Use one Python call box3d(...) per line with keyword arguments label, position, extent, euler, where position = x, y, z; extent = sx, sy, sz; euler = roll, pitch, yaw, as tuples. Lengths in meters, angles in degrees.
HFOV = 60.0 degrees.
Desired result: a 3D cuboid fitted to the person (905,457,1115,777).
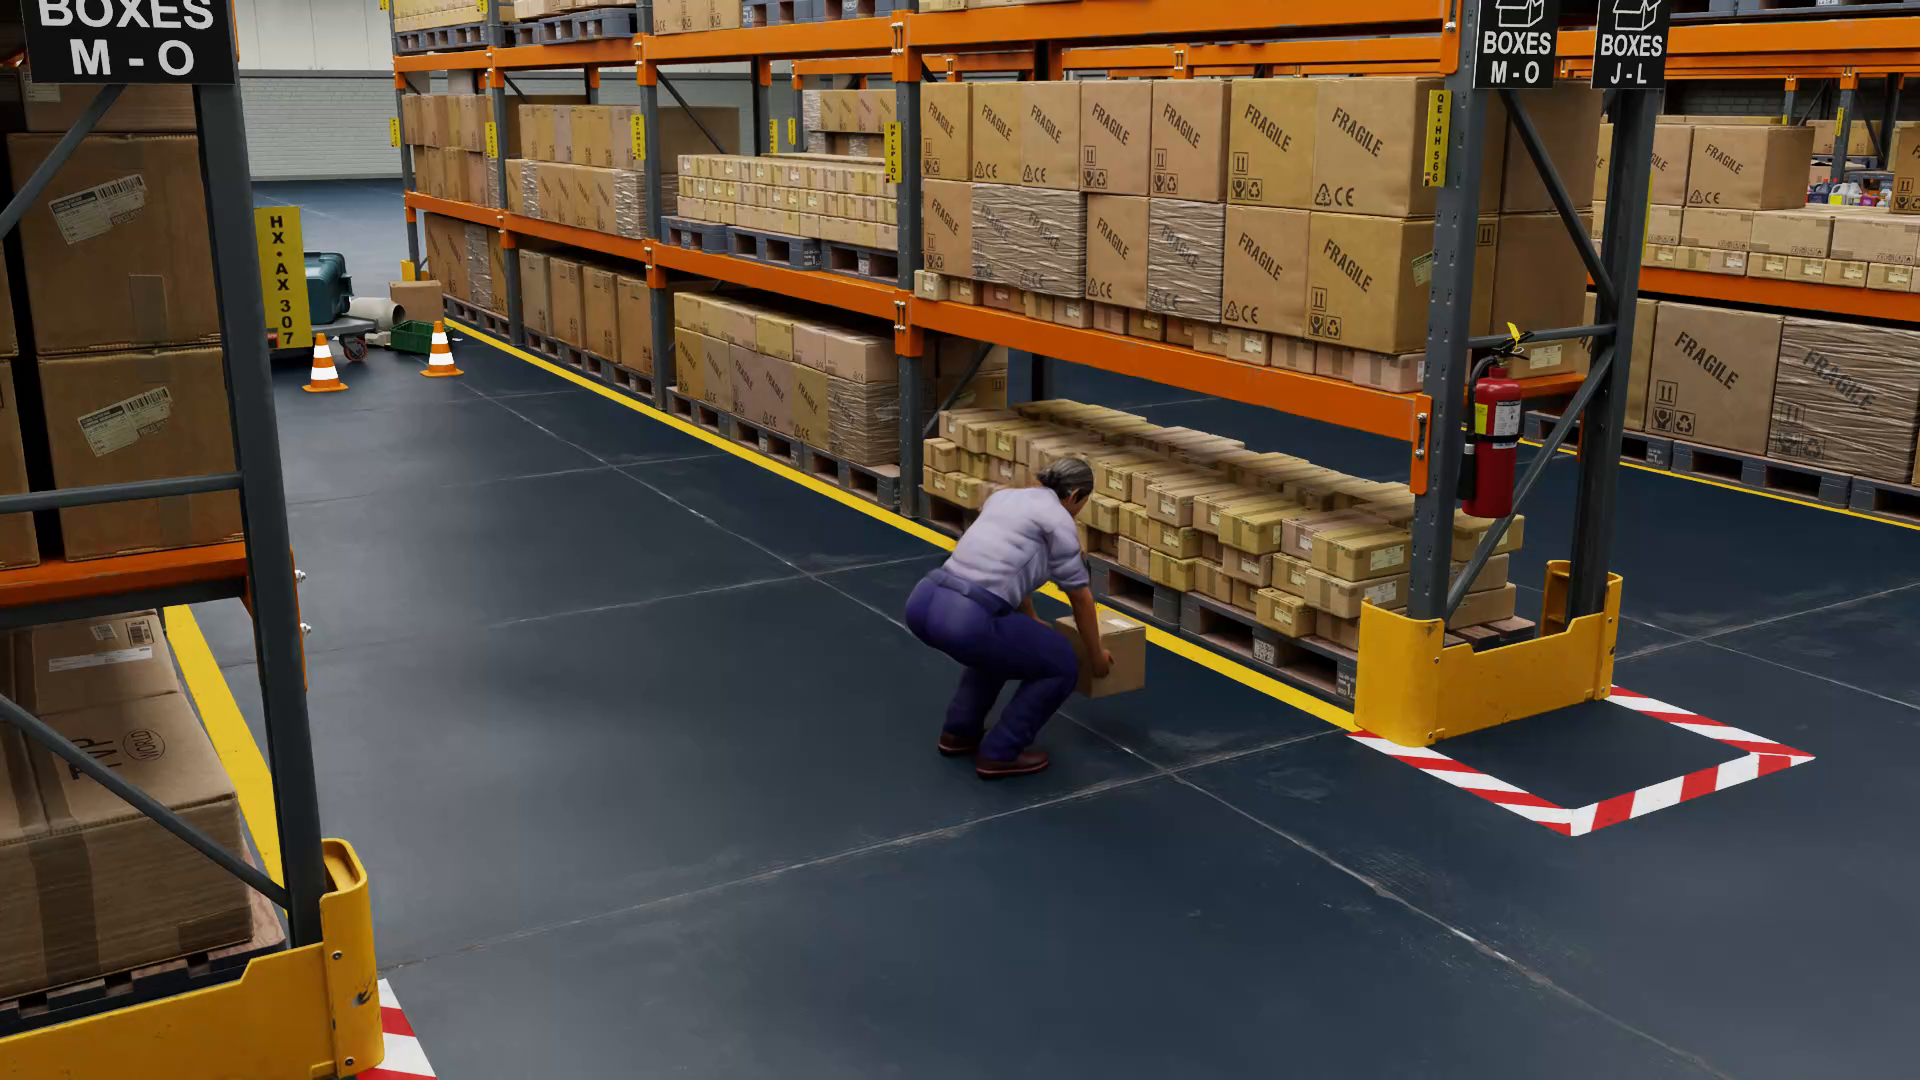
box3d(label="person", position=(0.170, 0.271, 6.108), extent=(0.769, 1.099, 0.537), euler=(-9, 17, -30))
